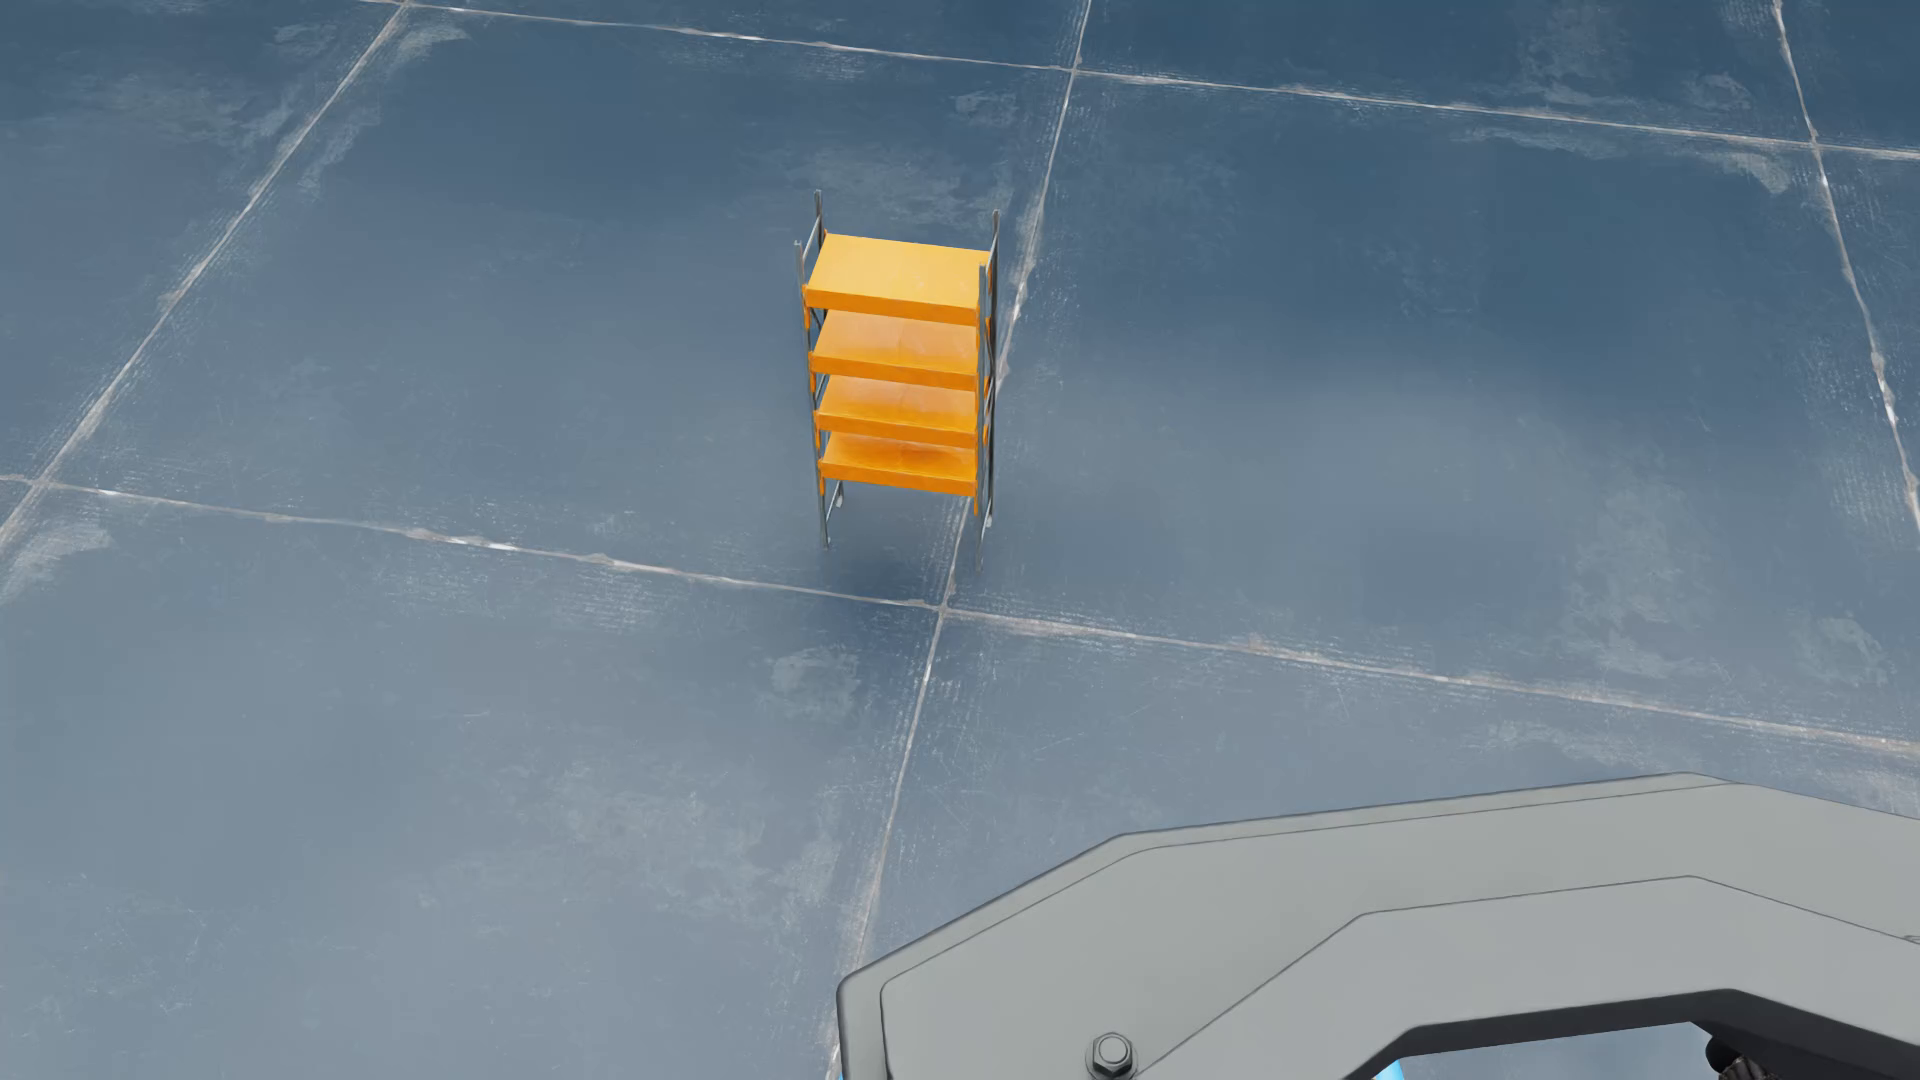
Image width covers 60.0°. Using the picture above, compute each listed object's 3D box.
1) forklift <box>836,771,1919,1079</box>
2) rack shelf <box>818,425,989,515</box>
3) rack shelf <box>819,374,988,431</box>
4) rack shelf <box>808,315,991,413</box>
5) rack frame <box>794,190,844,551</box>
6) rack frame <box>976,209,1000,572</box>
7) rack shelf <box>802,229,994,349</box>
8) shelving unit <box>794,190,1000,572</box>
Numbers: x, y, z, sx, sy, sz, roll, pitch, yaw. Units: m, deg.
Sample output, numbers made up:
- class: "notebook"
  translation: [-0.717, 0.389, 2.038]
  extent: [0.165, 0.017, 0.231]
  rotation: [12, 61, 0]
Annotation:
- class: "forklift"
  translation: [0.390, 1.317, 2.139]
  extent: [1.129, 2.867, 1.939]
  rotation: [-5, 48, -5]
- class: "rack shelf"
  translation: [-0.163, -0.245, 5.021]
  extent: [0.480, 0.148, 0.258]
  rotation: [8, 49, 7]
- class: "rack shelf"
  translation: [-0.163, -0.404, 4.844]
  extent: [0.457, 0.050, 0.221]
  rotation: [8, 49, 7]
- class: "rack shelf"
  translation: [-0.163, -0.527, 4.707]
  extent: [0.480, 0.148, 0.258]
  rotation: [8, 49, 7]
- class: "rack frame"
  translation: [-0.403, -0.455, 4.852]
  extent: [0.015, 1.200, 0.240]
  rotation: [8, 49, 7]
- class: "rack frame"
  translation: [0.077, -0.391, 4.794]
  extent: [0.015, 1.200, 0.240]
  rotation: [8, 49, 7]
- class: "rack shelf"
  translation: [-0.163, -0.686, 4.531]
  extent: [0.480, 0.148, 0.258]
  rotation: [8, 49, 7]
- class: "shelving unit"
  translation: [-0.163, -0.423, 4.823]
  extent: [0.503, 1.200, 0.258]
  rotation: [8, 49, 7]
